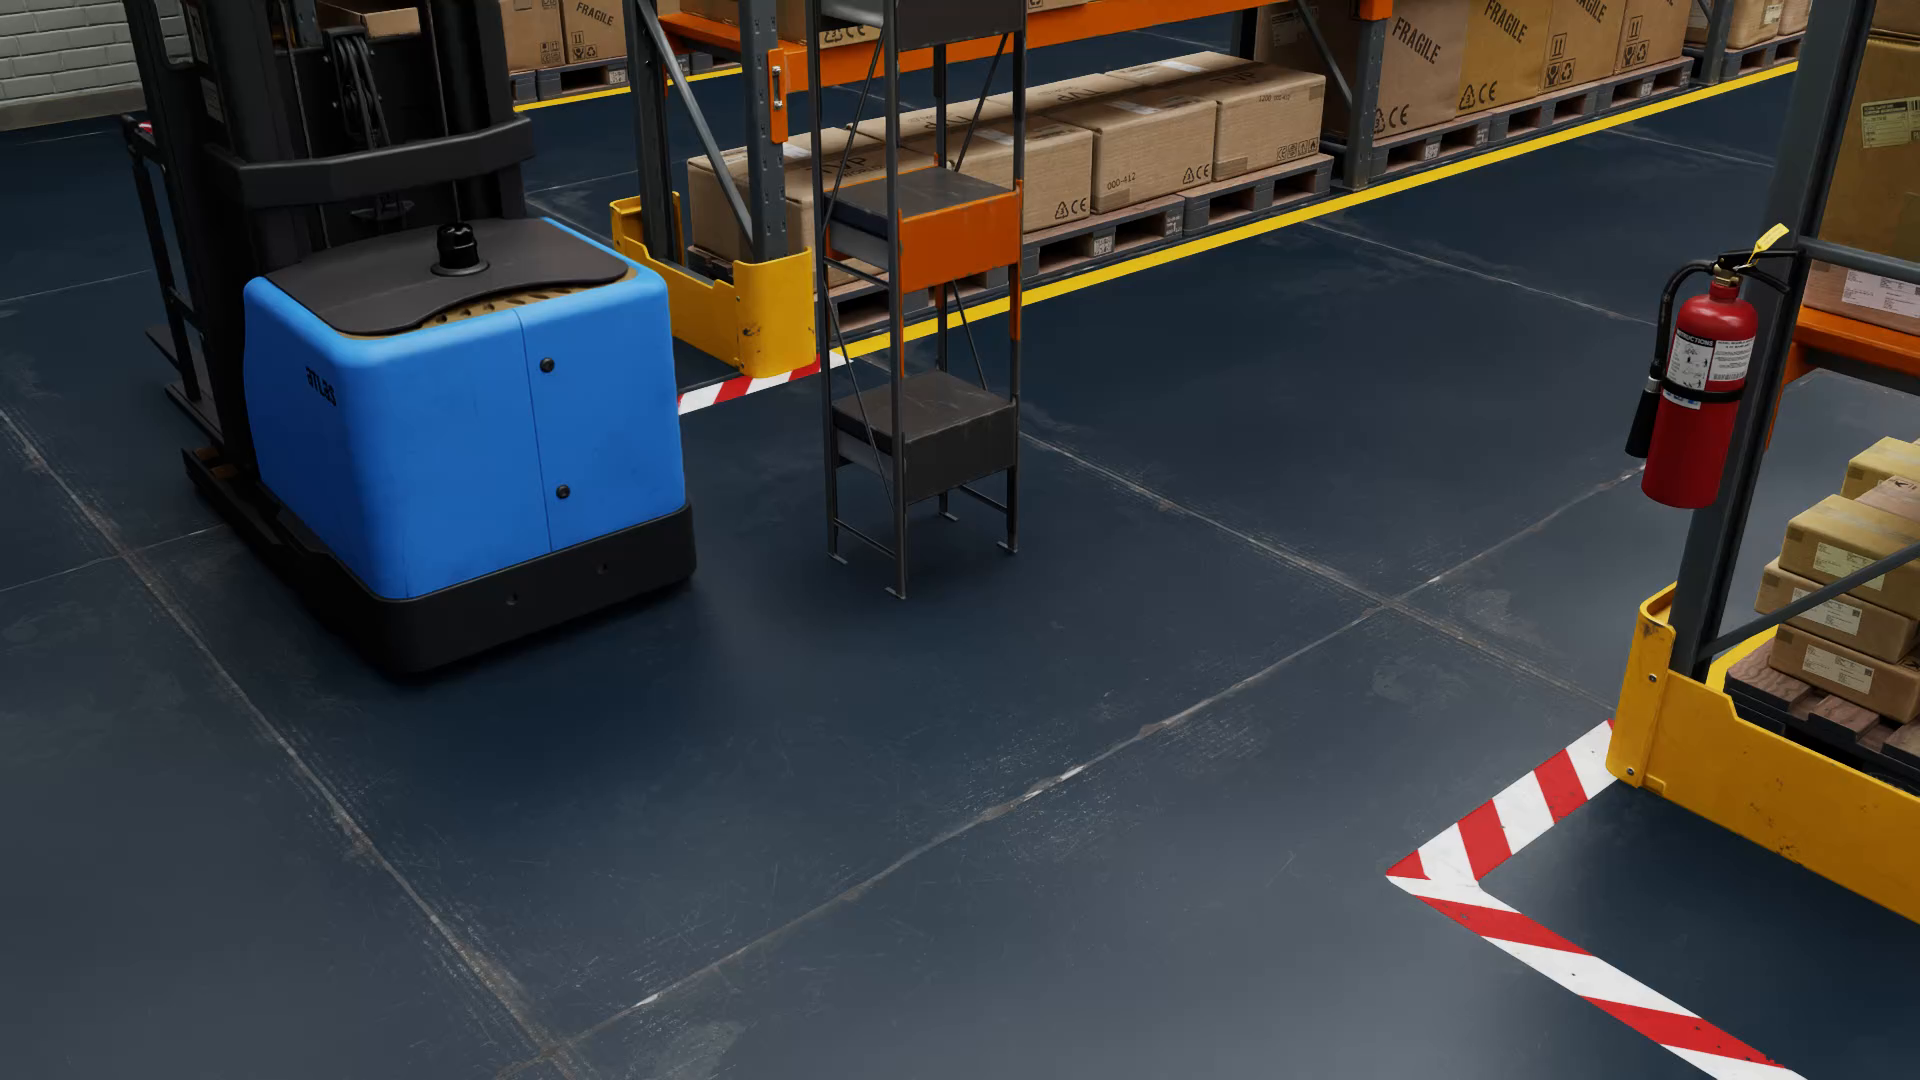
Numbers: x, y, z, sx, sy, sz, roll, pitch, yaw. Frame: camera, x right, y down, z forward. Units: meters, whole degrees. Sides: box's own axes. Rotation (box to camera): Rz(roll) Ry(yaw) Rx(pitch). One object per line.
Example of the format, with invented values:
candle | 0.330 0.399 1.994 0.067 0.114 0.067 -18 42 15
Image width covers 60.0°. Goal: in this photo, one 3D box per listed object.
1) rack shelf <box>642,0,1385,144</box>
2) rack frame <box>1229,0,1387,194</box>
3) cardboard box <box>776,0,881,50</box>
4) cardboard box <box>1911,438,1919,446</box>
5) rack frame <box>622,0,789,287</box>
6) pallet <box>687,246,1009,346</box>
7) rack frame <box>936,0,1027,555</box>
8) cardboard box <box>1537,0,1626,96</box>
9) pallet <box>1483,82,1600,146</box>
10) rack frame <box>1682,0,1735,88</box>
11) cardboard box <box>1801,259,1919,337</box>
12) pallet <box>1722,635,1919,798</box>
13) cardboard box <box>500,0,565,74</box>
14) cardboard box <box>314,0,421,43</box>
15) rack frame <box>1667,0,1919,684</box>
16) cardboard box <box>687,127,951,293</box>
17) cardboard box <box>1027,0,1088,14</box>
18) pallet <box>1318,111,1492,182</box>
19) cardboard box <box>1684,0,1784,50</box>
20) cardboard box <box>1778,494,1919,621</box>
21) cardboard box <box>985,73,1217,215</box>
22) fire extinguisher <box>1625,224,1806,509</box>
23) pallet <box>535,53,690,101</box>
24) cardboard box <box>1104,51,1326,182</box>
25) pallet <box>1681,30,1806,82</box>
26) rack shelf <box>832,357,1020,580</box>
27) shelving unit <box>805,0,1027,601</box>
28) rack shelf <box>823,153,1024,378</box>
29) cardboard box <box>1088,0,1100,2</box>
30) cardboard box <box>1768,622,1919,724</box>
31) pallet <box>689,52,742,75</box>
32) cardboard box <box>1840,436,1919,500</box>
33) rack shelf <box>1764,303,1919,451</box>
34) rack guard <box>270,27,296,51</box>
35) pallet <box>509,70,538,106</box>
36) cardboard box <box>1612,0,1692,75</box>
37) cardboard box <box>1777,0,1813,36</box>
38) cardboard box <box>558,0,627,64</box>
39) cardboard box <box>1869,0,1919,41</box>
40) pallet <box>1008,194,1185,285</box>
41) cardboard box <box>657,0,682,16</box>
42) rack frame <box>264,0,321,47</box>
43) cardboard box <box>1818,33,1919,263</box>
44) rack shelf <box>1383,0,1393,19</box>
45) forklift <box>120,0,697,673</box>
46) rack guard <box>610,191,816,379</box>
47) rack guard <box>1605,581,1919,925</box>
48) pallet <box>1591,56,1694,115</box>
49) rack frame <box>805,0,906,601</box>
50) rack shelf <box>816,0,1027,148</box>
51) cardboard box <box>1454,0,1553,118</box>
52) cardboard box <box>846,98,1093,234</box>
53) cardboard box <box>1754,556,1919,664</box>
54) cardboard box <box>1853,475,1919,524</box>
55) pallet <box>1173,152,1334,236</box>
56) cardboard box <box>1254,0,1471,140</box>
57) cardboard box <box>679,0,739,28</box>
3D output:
rack shelf | 0.435 -2.555 8.112 4.000 0.370 1.077 -22 35 -35
rack frame | 1.956 -3.484 9.087 0.127 3.000 1.000 -22 35 -35
cardboard box | -0.535 -2.349 6.856 0.500 0.500 0.500 -22 35 -35
cardboard box | 3.022 -0.197 4.885 0.250 0.149 0.380 -24 36 -37
rack frame | -1.087 -2.261 6.798 0.127 3.000 1.000 -22 35 -35
pallet | -0.529 -1.303 7.965 1.213 0.211 1.003 -22 35 -35
rack frame | 0.060 -0.950 5.300 0.015 2.100 0.400 -22 35 -35
cardboard box | 3.739 -3.503 10.931 0.875 0.875 0.875 -21 35 -34
pallet | 3.423 -2.893 10.939 1.213 0.211 1.003 -22 35 -35
rack frame | 4.999 -4.708 11.377 0.127 3.000 1.000 -22 35 -35
cardboard box | 2.268 -0.607 3.970 0.250 0.149 0.380 -22 35 -35
pallet | 2.902 0.454 4.676 1.213 0.211 1.003 -22 35 -35
cardboard box | -3.109 -3.523 11.366 0.500 0.500 0.700 -20 34 -33
cardboard box | -3.784 -3.277 10.902 0.637 0.503 0.797 -24 36 -37
rack frame | 2.203 -0.517 3.534 0.127 3.000 1.000 -22 35 -35
cardboard box | -0.649 -1.554 7.747 0.875 0.438 0.875 -23 36 -37
cardboard box | 0.230 -2.662 7.444 0.500 0.500 0.500 -22 35 -35
pallet | 2.494 -2.517 10.237 1.213 0.211 1.003 -22 35 -35
cardboard box | 5.436 -3.903 12.214 0.625 0.372 0.950 -25 37 -38
cardboard box | 2.441 0.040 4.440 0.250 0.149 0.380 -21 35 -34
cardboard box | 0.728 -2.112 8.792 0.875 0.438 0.875 -23 36 -36
fire extinguisher | 1.712 -0.406 3.806 0.183 0.674 0.296 -22 35 -35
pallet | -2.720 -3.448 11.978 1.213 0.211 1.003 -22 35 -35
cardboard box | 1.409 -2.386 9.305 0.875 0.438 0.875 -22 35 -36
pallet | 5.595 -3.717 12.481 1.213 0.211 1.003 -22 35 -35
rack shelf | -0.126 -0.246 5.497 0.480 0.518 0.431 -22 35 -35
shelving unit | -0.126 -0.875 5.160 0.503 2.100 0.431 -22 35 -35
rack shelf | -0.126 -0.863 5.167 0.480 0.518 0.431 -22 35 -35
cardboard box | 0.600 -2.822 7.741 0.500 0.500 0.500 -21 34 -33
cardboard box | 2.468 0.320 4.548 0.250 0.149 0.380 -21 35 -34
pallet | -1.791 -3.823 12.680 1.213 0.211 1.003 -22 35 -35
cardboard box | 2.784 -0.141 4.779 0.250 0.149 0.380 -23 36 -36
rack shelf | 3.725 -0.811 4.849 4.000 0.370 1.077 -22 35 -35
rack guard | -4.253 -2.960 10.758 0.348 0.500 1.175 -22 35 -35
pallet | -3.647 -3.077 11.284 1.213 0.211 1.003 -22 35 -35
cardboard box | 4.420 -3.775 11.439 0.875 0.875 0.875 -22 35 -35
cardboard box | 5.992 -4.132 12.642 0.625 0.372 0.950 -23 36 -36
cardboard box | -2.642 -3.649 11.601 0.500 0.500 0.500 -21 35 -34
cardboard box | 2.390 -1.362 3.634 0.500 0.500 0.500 -23 36 -36
pallet | 0.398 -1.675 8.660 1.213 0.211 1.003 -22 35 -35
cardboard box | -2.319 -3.840 11.960 0.500 0.500 0.700 -23 36 -37
rack frame | -4.311 -4.039 10.126 0.127 3.000 1.000 -22 35 -35
cardboard box | 2.378 -0.922 3.870 0.500 0.500 0.500 -21 35 -34
rack shelf | 3.478 -3.779 10.402 4.000 0.370 1.077 -22 35 -35
forklift | -2.179 -1.529 5.502 1.130 2.935 3.031 -21 35 -34
rack guard | -1.105 -1.151 7.373 0.348 0.500 1.175 -22 35 -35
rack guard | 2.261 0.563 4.167 0.348 0.500 1.175 -22 35 -35
pallet | 4.351 -3.264 11.634 1.213 0.211 1.003 -22 35 -35
rack frame | -0.312 -0.801 5.021 0.015 2.100 0.400 -22 35 -35
rack shelf | -0.126 -1.481 4.837 0.480 0.518 0.431 -22 35 -35
cardboard box | 3.058 -3.230 10.420 0.875 0.875 0.875 -21 34 -34
cardboard box | 0.041 -1.837 8.277 0.875 0.438 0.875 -21 34 -34
cardboard box | 2.419 0.161 4.531 0.250 0.149 0.380 -23 36 -36
cardboard box | 2.670 -0.016 4.545 0.250 0.149 0.380 -21 35 -34
pallet | 1.327 -2.050 9.362 1.213 0.211 1.003 -22 35 -35
cardboard box | 2.376 -2.951 9.898 0.875 0.875 0.875 -21 34 -33
cardboard box | -0.892 -2.547 7.228 0.500 0.500 0.500 -22 35 -35
